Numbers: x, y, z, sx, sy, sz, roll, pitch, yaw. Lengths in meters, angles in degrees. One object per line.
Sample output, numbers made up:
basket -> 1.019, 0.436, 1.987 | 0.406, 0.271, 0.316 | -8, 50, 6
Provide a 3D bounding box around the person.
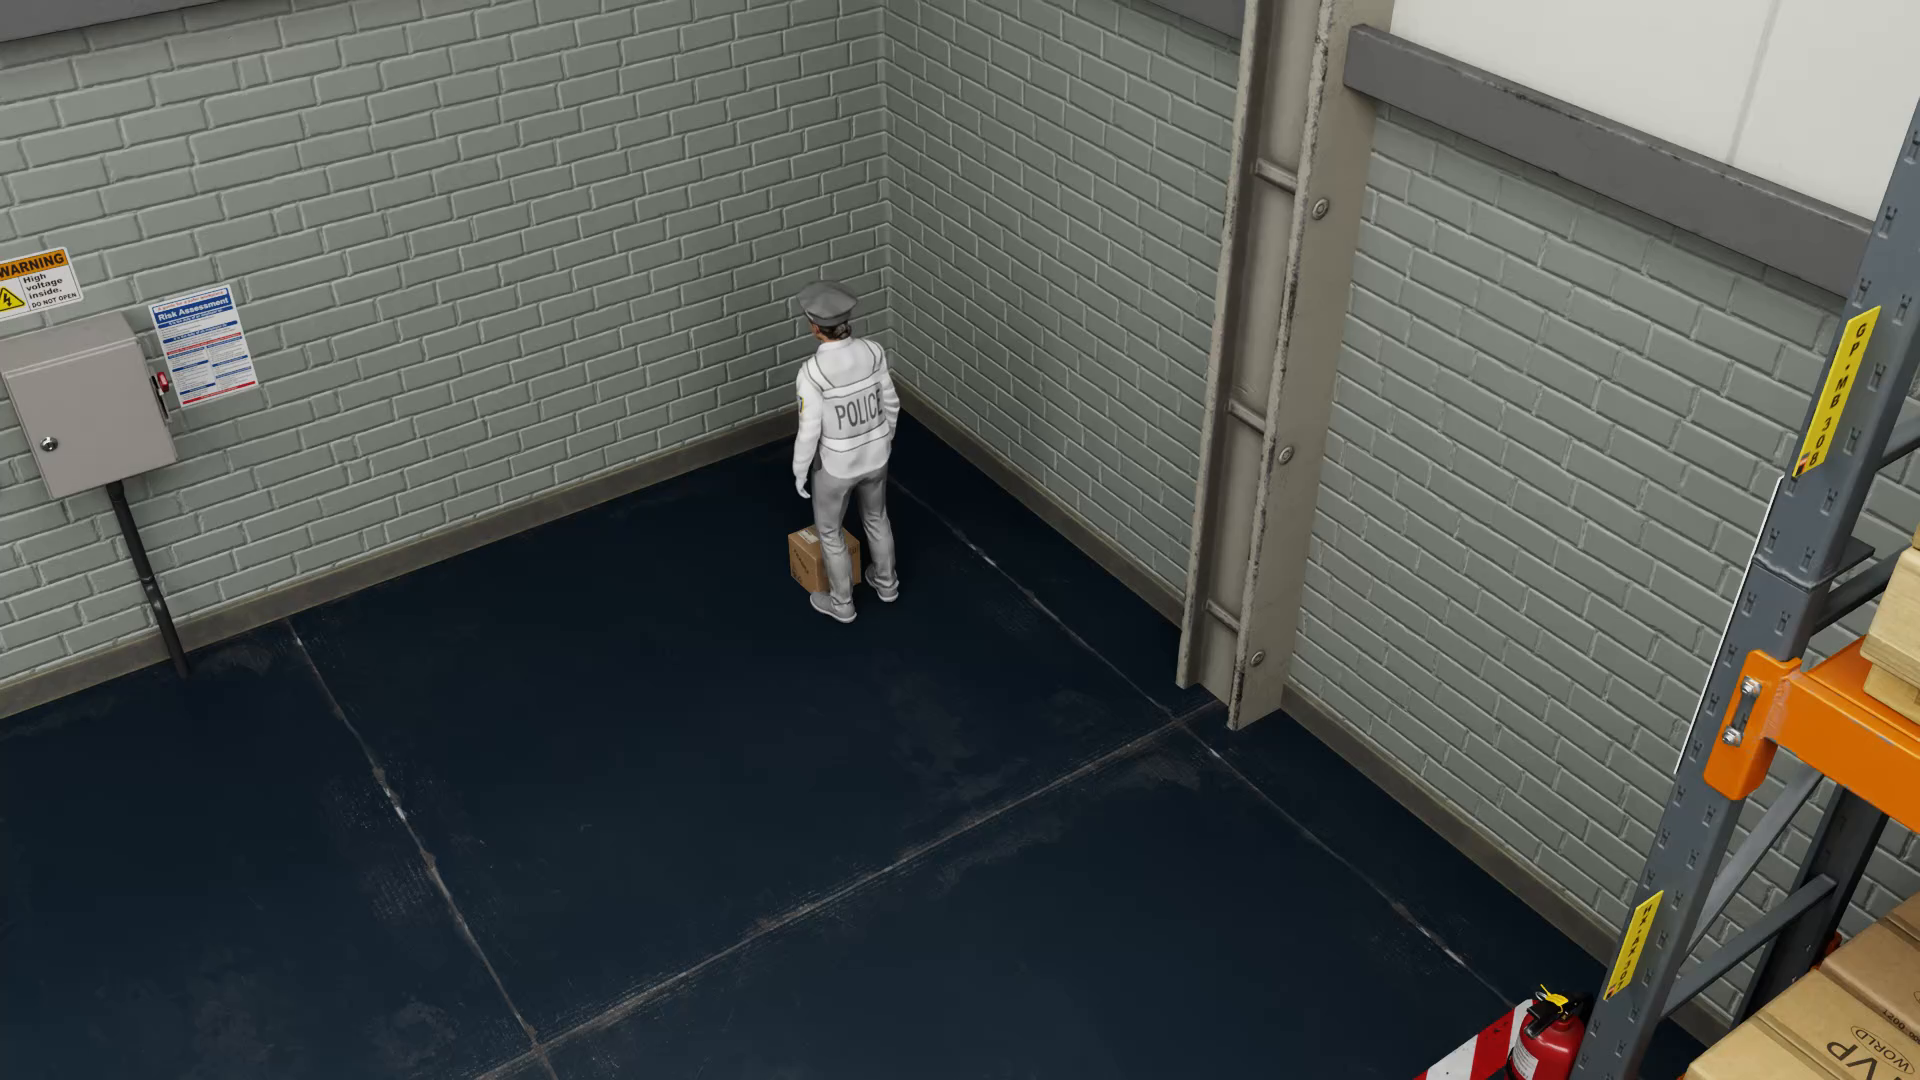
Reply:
person -> -0.515, -0.364, 7.487 | 0.535, 1.663, 0.379 | -23, 43, -28
